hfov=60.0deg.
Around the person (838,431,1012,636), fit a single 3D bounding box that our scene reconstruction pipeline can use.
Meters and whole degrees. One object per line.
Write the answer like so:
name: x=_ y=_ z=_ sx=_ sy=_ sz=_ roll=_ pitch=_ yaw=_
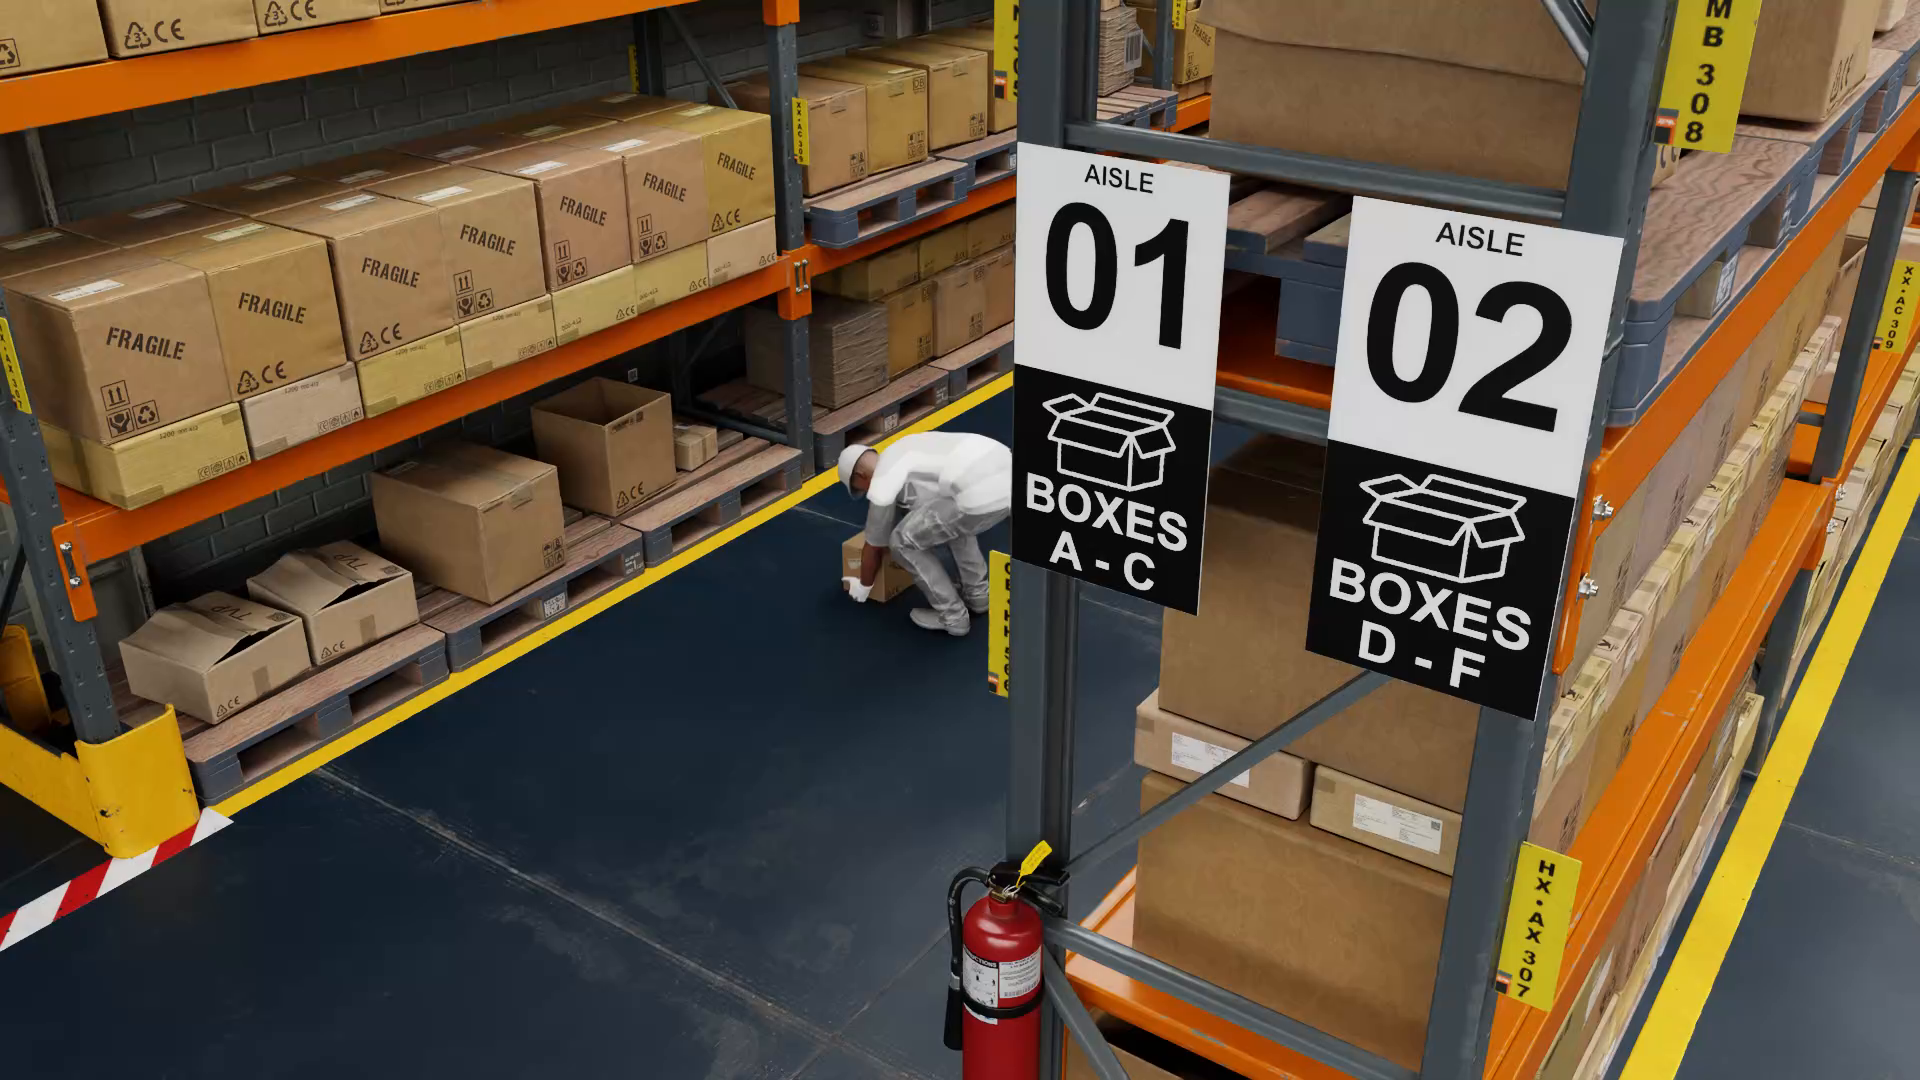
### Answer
person: x=-0.153 y=-0.079 z=7.739 sx=0.987 sy=0.917 sz=0.522 roll=16 pitch=31 yaw=28
